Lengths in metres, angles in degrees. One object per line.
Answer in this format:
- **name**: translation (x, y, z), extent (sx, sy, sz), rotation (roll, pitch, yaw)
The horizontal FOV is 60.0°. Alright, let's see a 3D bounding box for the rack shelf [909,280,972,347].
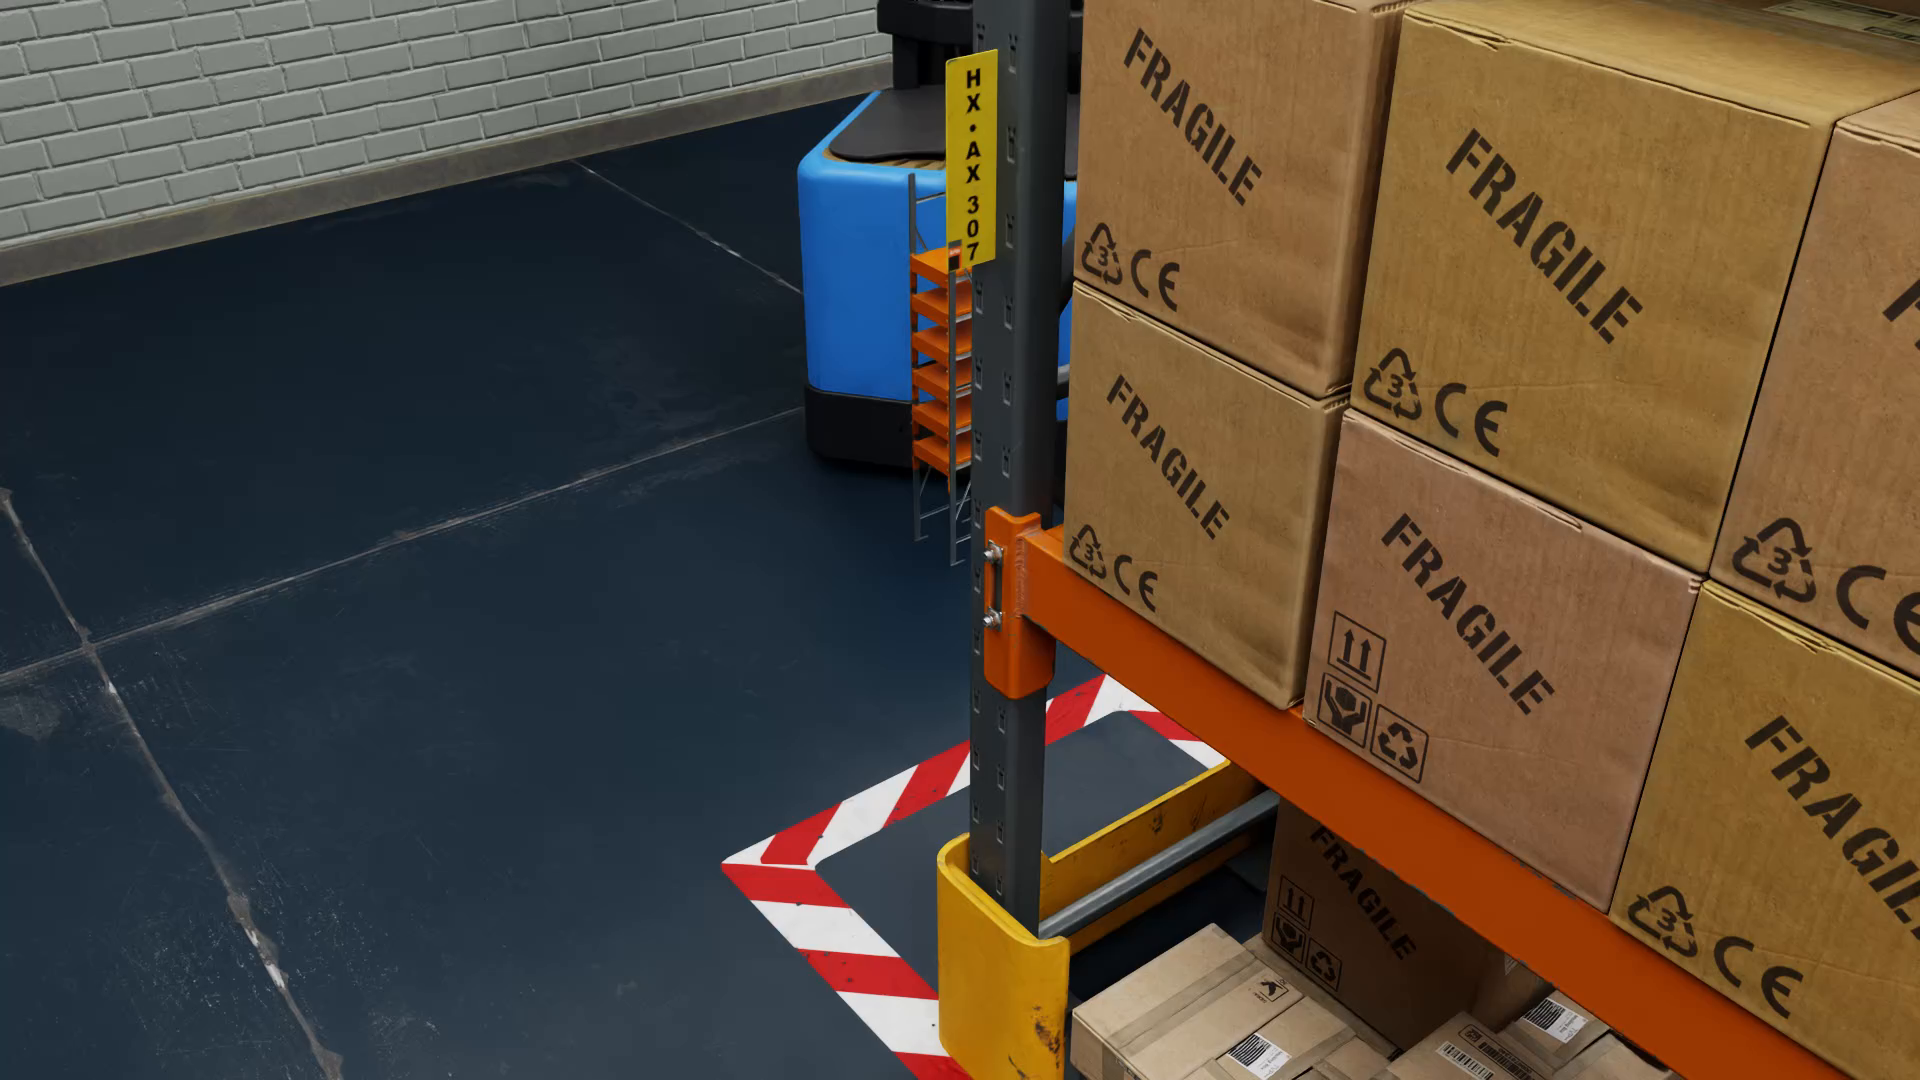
- **rack shelf**: translation (0.009, -0.670, 4.821), extent (0.258, 0.103, 0.180), rotation (-22, 38, -31)

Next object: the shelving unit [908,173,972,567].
- **shelving unit**: translation (0.009, -0.504, 4.924), extent (0.258, 1.200, 0.189), rotation (-22, 38, -31)

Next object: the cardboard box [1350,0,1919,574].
- **cardboard box**: translation (0.839, -0.355, 1.937), extent (0.500, 0.500, 0.500), rotation (-22, 38, -31)

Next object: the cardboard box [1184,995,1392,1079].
- **cardboard box**: translation (0.587, 1.033, 3.012), extent (0.380, 0.166, 0.250), rotation (-22, 38, -31)

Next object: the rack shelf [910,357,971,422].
- **rack shelf**: translation (0.009, -0.466, 4.947), extent (0.258, 0.103, 0.180), rotation (-22, 38, -31)

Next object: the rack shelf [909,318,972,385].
- **rack shelf**: translation (0.009, -0.568, 4.884), extent (0.258, 0.103, 0.180), rotation (-22, 38, -31)

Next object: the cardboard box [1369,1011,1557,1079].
- **cardboard box**: translation (0.865, 1.134, 2.770), extent (0.500, 0.250, 0.500), rotation (-22, 38, -31)

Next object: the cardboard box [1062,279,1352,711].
- **cardboard box**: translation (0.512, -0.146, 2.547), extent (0.500, 0.500, 0.500), rotation (-21, 38, -30)

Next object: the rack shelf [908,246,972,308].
- **rack shelf**: translation (0.009, -0.772, 4.757), extent (0.258, 0.103, 0.180), rotation (-22, 38, -31)

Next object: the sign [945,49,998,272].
- **sign**: translation (0.020, -0.566, 2.497), extent (0.100, 0.325, 0.005), rotation (-22, 38, -31)

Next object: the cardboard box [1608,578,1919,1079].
- **cardboard box**: translation (1.138, 0.278, 1.865), extent (0.500, 0.500, 0.500), rotation (-22, 38, -32)

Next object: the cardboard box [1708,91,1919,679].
- **cardboard box**: translation (1.142, -0.145, 1.598), extent (0.500, 0.500, 0.500), rotation (-22, 38, -31)

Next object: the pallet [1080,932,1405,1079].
- **pallet**: translation (0.985, 1.175, 3.159), extent (1.003, 0.211, 1.213), rotation (-22, 38, -31)

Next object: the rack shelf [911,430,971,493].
- **rack shelf**: translation (0.009, -0.262, 5.074), extent (0.258, 0.103, 0.180), rotation (-22, 38, -31)

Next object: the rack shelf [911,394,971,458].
- **rack shelf**: translation (0.009, -0.364, 5.010), extent (0.258, 0.103, 0.180), rotation (-22, 38, -31)

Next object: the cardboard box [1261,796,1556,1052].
- **cardboard box**: translation (0.977, 0.648, 3.316), extent (0.500, 0.500, 0.500), rotation (-22, 38, -31)

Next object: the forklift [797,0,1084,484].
- **forklift**: translation (0.357, -2.174, 5.973), extent (1.130, 2.935, 3.031), rotation (8, 33, 13)

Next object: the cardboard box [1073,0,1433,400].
- **cardboard box**: translation (0.512, -0.571, 2.283), extent (0.500, 0.500, 0.500), rotation (-21, 38, -30)

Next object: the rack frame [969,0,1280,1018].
- **rack frame**: translation (0.449, -0.374, 3.009), extent (1.000, 3.000, 0.127), rotation (-22, 38, -31)

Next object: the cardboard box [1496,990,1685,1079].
- **cardboard box**: translation (1.154, 0.988, 3.085), extent (0.380, 0.166, 0.250), rotation (-22, 38, -31)

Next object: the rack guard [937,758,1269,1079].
- **rack guard**: translation (0.495, 0.720, 3.617), extent (1.175, 0.500, 0.348), rotation (-22, 38, -31)

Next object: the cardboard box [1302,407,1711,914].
- **cardboard box**: translation (0.833, 0.067, 2.204), extent (0.500, 0.500, 0.500), rotation (-23, 38, -32)

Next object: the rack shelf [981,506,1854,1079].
- **rack shelf**: translation (1.675, 0.765, 1.856), extent (1.077, 0.370, 4.000), rotation (-22, 38, -31)

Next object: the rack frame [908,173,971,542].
- **rack frame**: translation (-0.047, -0.542, 4.985), extent (0.240, 1.200, 0.006), rotation (-22, 38, -31)

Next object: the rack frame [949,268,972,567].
- **rack frame**: translation (0.065, -0.466, 4.862), extent (0.240, 1.200, 0.006), rotation (-22, 38, -31)

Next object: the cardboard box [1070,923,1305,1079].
- **cardboard box**: translation (0.434, 0.936, 3.185), extent (0.380, 0.149, 0.250), rotation (-22, 38, -31)
